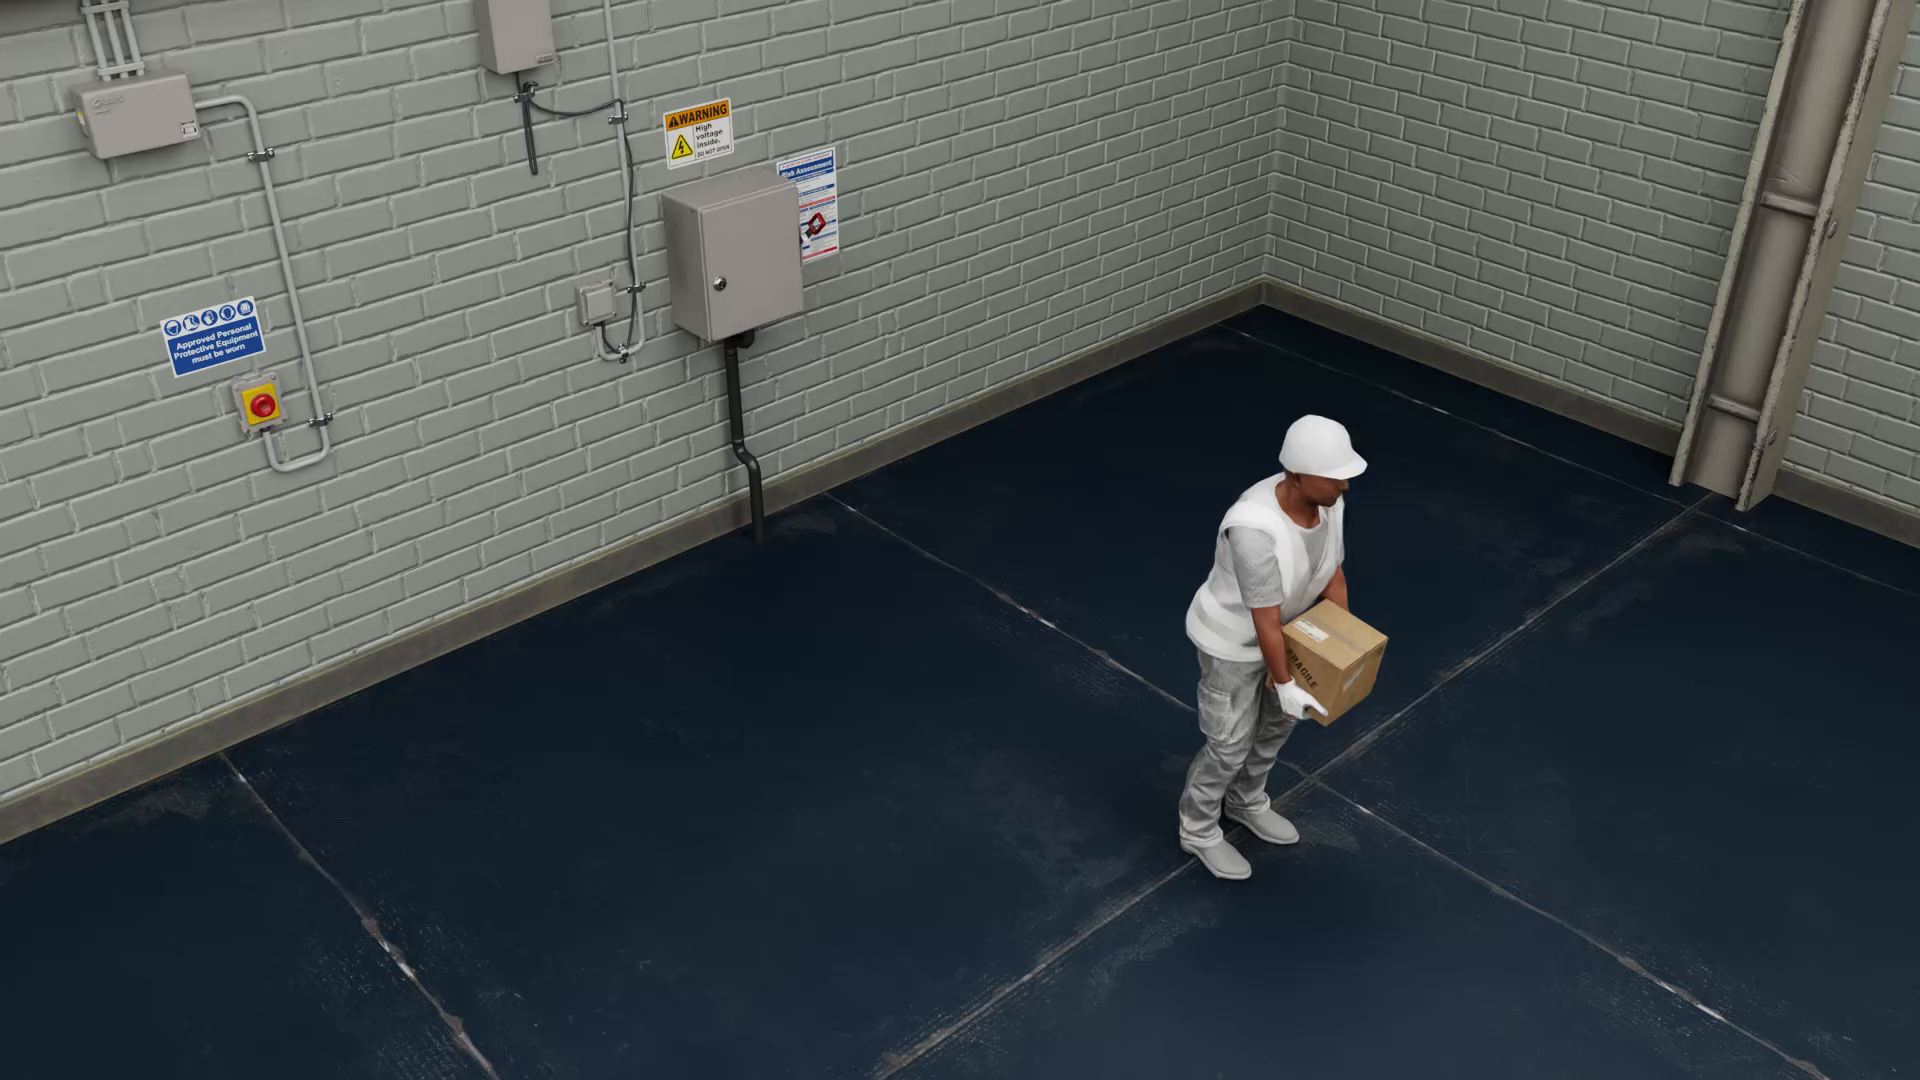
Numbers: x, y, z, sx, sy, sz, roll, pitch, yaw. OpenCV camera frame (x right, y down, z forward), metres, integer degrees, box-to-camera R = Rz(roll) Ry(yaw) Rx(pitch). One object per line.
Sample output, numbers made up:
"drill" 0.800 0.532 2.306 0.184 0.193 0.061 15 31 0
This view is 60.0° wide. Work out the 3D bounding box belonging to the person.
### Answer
"person" 1.065 0.366 5.537 0.487 1.761 0.605 -27 40 -36
